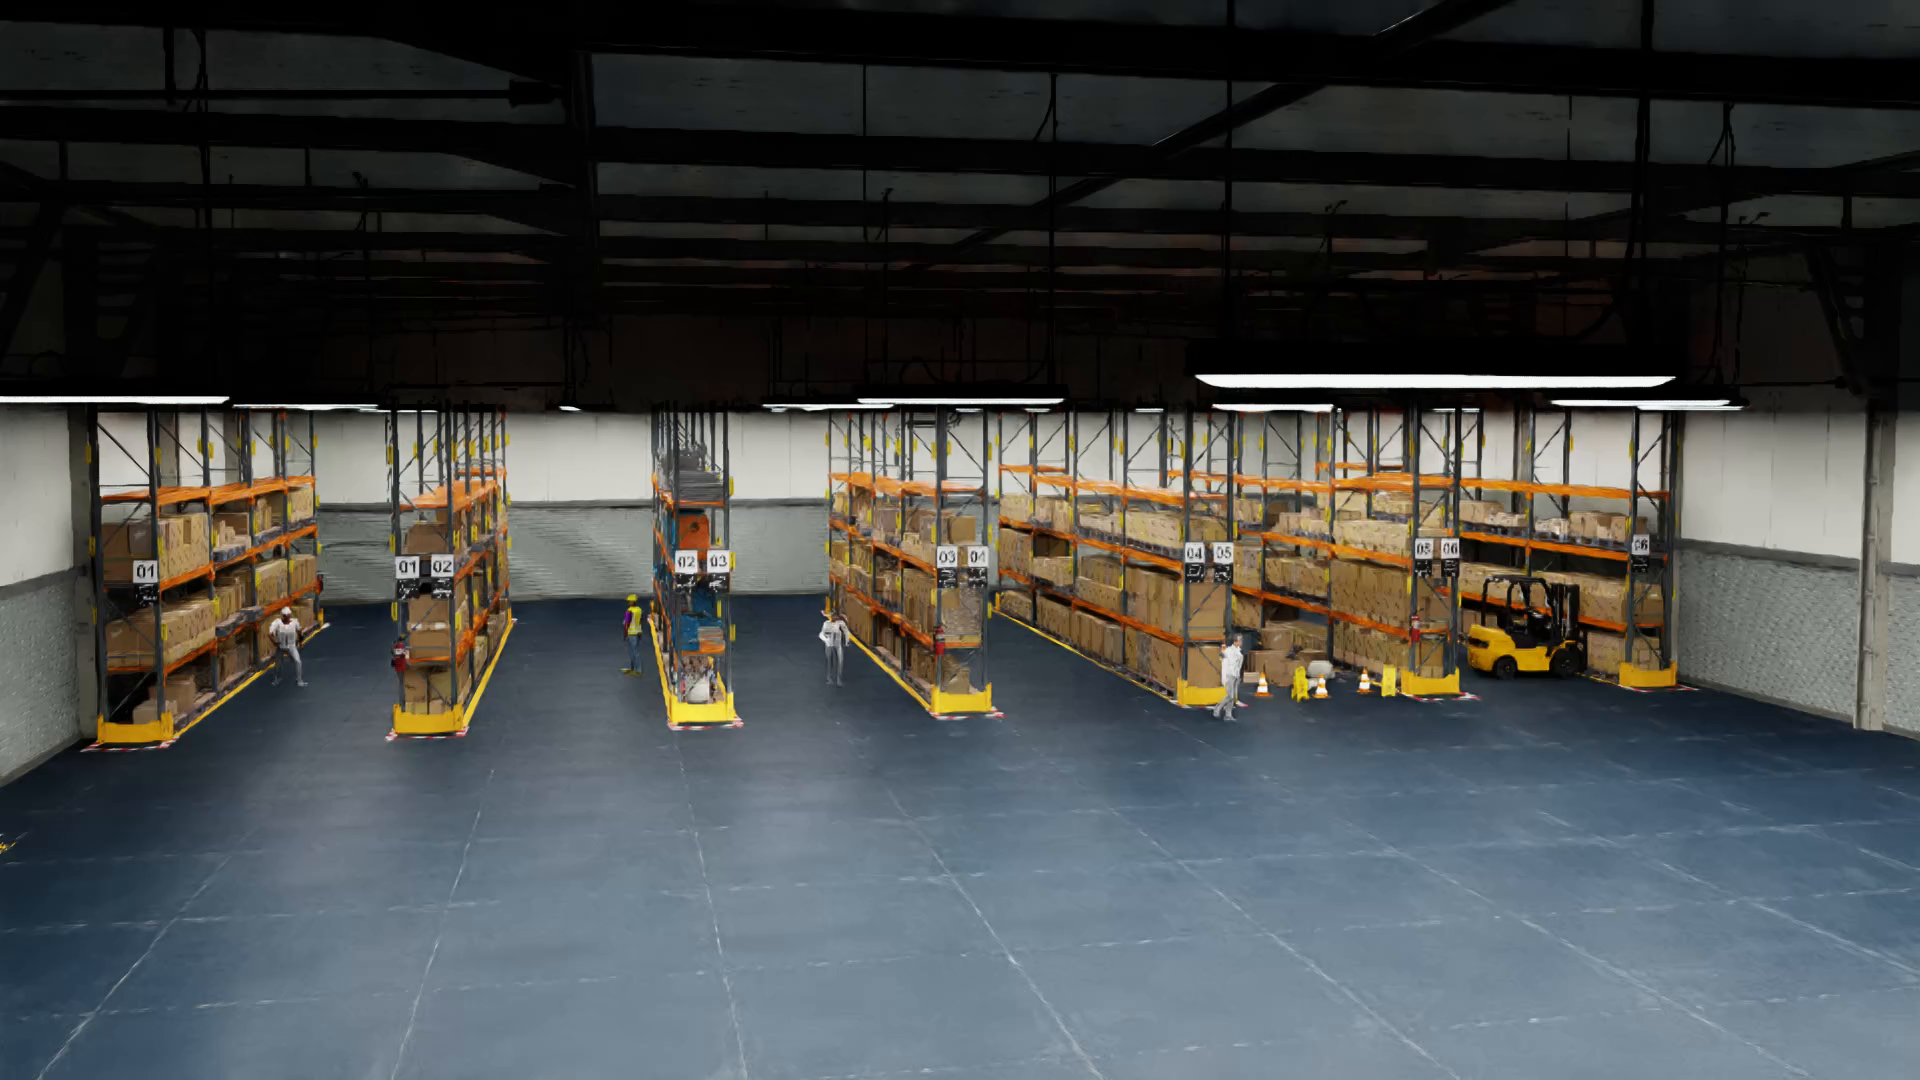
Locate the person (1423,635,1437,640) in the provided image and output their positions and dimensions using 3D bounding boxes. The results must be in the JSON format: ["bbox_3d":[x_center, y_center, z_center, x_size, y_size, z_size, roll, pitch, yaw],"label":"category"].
[{"bbox_3d":[10.584,1.998,37.730,0.550,1.738,0.636,1,5,19],"label":"person"}]

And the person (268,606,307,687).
[{"bbox_3d":[-14.182,2.232,35.000,0.710,1.703,0.836,-2,5,-28],"label":"person"}]

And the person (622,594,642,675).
[{"bbox_3d":[-7.238,2.067,36.640,0.579,1.763,0.676,1,4,14],"label":"person"}]

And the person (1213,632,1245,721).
[{"bbox_3d":[5.026,2.548,31.122,0.517,1.671,0.538,4,6,41],"label":"person"}]

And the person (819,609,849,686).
[{"bbox_3d":[-2.667,2.251,35.326,0.637,1.627,0.787,0,4,-6],"label":"person"}]
